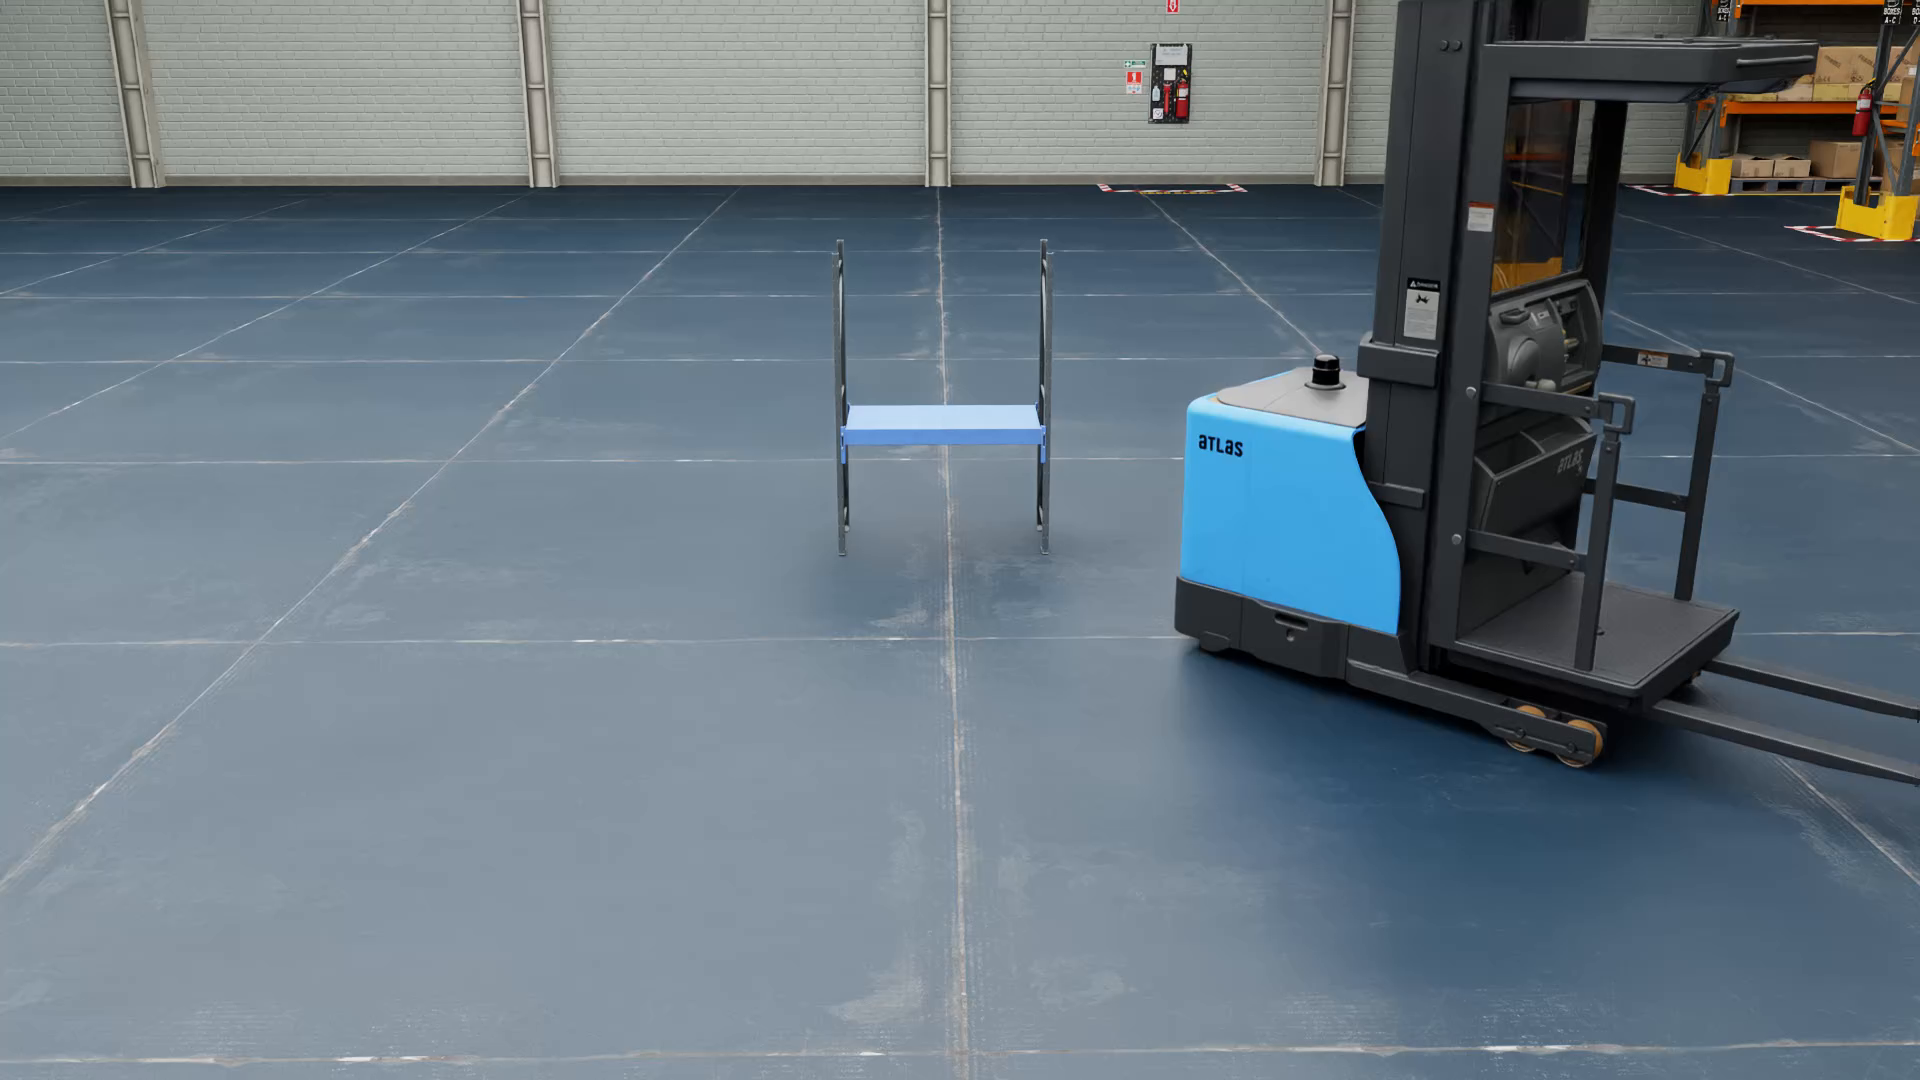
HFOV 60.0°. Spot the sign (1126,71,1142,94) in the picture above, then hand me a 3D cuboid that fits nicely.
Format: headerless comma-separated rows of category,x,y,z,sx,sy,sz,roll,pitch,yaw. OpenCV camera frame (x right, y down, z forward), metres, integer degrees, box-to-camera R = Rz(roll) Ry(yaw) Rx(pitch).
sign,2.639,-6.935,25.196,0.234,0.329,0.001,0,18,-1

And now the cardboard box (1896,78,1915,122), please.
cardboard box,11.526,-5.183,19.631,0.500,0.500,0.700,0,18,-1

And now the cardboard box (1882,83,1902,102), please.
cardboard box,13.507,-6.506,24.131,0.500,0.250,0.500,0,18,-1

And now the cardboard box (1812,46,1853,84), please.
cardboard box,12.471,-6.856,23.994,0.500,0.500,0.500,-1,18,-3

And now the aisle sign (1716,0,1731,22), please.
aisle sign,10.910,-7.796,23.684,0.004,0.787,0.394,0,18,-1

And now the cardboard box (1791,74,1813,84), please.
cardboard box,11.954,-6.855,23.992,0.500,0.500,0.500,0,18,-1

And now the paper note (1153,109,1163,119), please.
paper note,3.015,-6.489,25.309,0.142,0.148,0.016,0,18,-1

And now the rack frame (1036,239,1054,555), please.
rack frame,0.423,-0.716,8.325,0.032,1.500,0.500,0,18,-1

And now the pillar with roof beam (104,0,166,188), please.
pillar with roof beam,-12.265,-8.344,19.826,0.400,9.000,9.100,0,18,-1

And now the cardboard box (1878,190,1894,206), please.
cardboard box,11.591,-4.121,20.297,0.500,0.250,0.500,0,18,-1

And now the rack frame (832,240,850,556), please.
rack frame,-0.594,-0.711,8.310,0.032,1.500,0.500,0,18,-1

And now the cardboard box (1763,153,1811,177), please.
cardboard box,12.241,-5.558,24.645,0.500,0.311,0.500,1,18,4

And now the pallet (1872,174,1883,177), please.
pallet,14.306,-5.328,24.810,1.213,0.211,1.003,0,18,-1

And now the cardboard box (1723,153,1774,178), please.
cardboard box,11.671,-5.555,24.636,0.500,0.311,0.500,-2,18,-7

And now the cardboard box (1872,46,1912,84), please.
cardboard box,13.507,-6.865,24.022,0.500,0.500,0.500,-1,18,-2

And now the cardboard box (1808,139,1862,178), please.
cardboard box,12.975,-5.636,24.579,0.500,0.500,0.700,-1,18,-4

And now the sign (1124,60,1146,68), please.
sign,2.643,-7.184,25.106,0.331,0.109,0.001,0,18,-1

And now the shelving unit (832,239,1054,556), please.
shelving unit,-0.085,-0.714,8.317,1.048,1.500,0.538,0,18,-1

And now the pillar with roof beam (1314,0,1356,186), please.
pillar with roof beam,5.733,-8.431,20.097,0.400,9.000,9.100,0,18,-1

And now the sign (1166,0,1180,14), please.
sign,3.183,-8.023,24.852,0.199,0.298,0.001,0,18,-1

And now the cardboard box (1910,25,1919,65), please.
cardboard box,11.579,-5.801,19.434,0.500,0.500,0.700,0,18,-1

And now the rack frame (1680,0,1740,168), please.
rack frame,10.978,-6.650,24.368,0.127,3.000,1.000,0,18,-1

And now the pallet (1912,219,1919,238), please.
pallet,11.823,-3.826,20.129,1.213,0.211,1.003,0,18,-1

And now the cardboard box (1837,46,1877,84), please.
cardboard box,12.987,-6.862,24.013,0.500,0.500,0.500,0,18,1

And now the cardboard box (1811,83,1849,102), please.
cardboard box,12.499,-6.501,24.116,0.500,0.250,0.500,-1,18,-2

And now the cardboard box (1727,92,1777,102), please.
cardboard box,11.471,-6.494,24.093,0.500,0.250,0.500,-1,18,-2

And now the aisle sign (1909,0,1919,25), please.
aisle sign,10.999,-6.281,18.962,0.004,0.787,0.394,0,18,-1

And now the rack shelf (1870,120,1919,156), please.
rack shelf,13.059,-4.804,19.792,4.000,0.370,1.077,0,18,-1

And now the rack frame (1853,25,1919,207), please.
rack frame,11.060,-5.137,19.652,0.127,3.000,1.000,0,18,-1

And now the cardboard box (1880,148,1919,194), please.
cardboard box,11.591,-4.479,20.184,0.500,0.500,0.500,0,18,-1

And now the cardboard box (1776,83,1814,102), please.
cardboard box,11.989,-6.501,24.114,0.500,0.250,0.500,-1,18,-3

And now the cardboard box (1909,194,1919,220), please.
cardboard box,11.599,-3.963,19.804,0.500,0.250,0.500,0,18,-1

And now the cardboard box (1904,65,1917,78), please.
cardboard box,11.439,-5.554,19.725,0.250,0.149,0.380,-1,18,-2

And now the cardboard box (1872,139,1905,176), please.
cardboard box,13.940,-5.672,24.689,0.500,0.500,0.500,-2,18,-5

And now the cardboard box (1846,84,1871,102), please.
cardboard box,13.004,-6.503,24.122,0.500,0.250,0.500,0,18,0

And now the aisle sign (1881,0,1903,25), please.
aisle sign,10.989,-6.465,19.533,0.004,0.787,0.394,0,18,-1

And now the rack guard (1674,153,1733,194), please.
rack guard,11.054,-5.460,24.751,0.348,0.500,1.175,0,18,-1

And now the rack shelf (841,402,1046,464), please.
rack shelf,-0.085,-0.542,8.372,1.000,0.185,0.538,0,18,-1

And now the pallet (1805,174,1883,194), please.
pallet,13.083,-5.321,24.789,1.213,0.211,1.003,0,18,-1

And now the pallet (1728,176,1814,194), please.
pallet,11.866,-5.316,24.774,1.213,0.211,1.003,0,18,-1

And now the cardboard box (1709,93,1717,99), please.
cardboard box,11.442,-6.650,24.580,0.500,0.250,0.500,0,18,0

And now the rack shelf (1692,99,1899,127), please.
rack shelf,12.977,-6.317,24.508,4.000,0.370,1.077,0,18,-1

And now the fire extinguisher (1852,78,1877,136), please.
fire extinguisher,10.934,-5.242,20.104,0.183,0.674,0.296,0,18,-1

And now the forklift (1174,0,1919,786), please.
forklift,2.354,-0.757,6.110,3.031,2.935,1.130,15,23,39

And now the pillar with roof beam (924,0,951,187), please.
pillar with roof beam,-0.267,-8.402,20.007,0.400,9.000,9.100,0,18,-1

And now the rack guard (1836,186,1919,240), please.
rack guard,11.036,-3.947,20.033,0.348,0.500,1.175,0,18,-1

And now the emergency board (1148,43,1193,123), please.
emergency board,3.193,-6.889,25.111,0.643,1.169,0.194,0,18,-1

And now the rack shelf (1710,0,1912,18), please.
rack shelf,12.977,-7.746,24.050,4.000,0.370,1.077,0,18,-1

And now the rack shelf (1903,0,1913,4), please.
rack shelf,13.059,-6.233,19.334,4.000,0.370,1.077,0,18,-1

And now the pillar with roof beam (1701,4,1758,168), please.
pillar with roof beam,11.732,-8.460,20.187,0.400,9.000,9.100,0,18,-1

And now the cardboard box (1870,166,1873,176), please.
cardboard box,13.378,-5.520,24.791,0.250,0.149,0.380,-2,18,-5

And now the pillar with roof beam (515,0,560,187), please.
pillar with roof beam,-6.266,-8.373,19.917,0.400,9.000,9.100,0,18,-1
